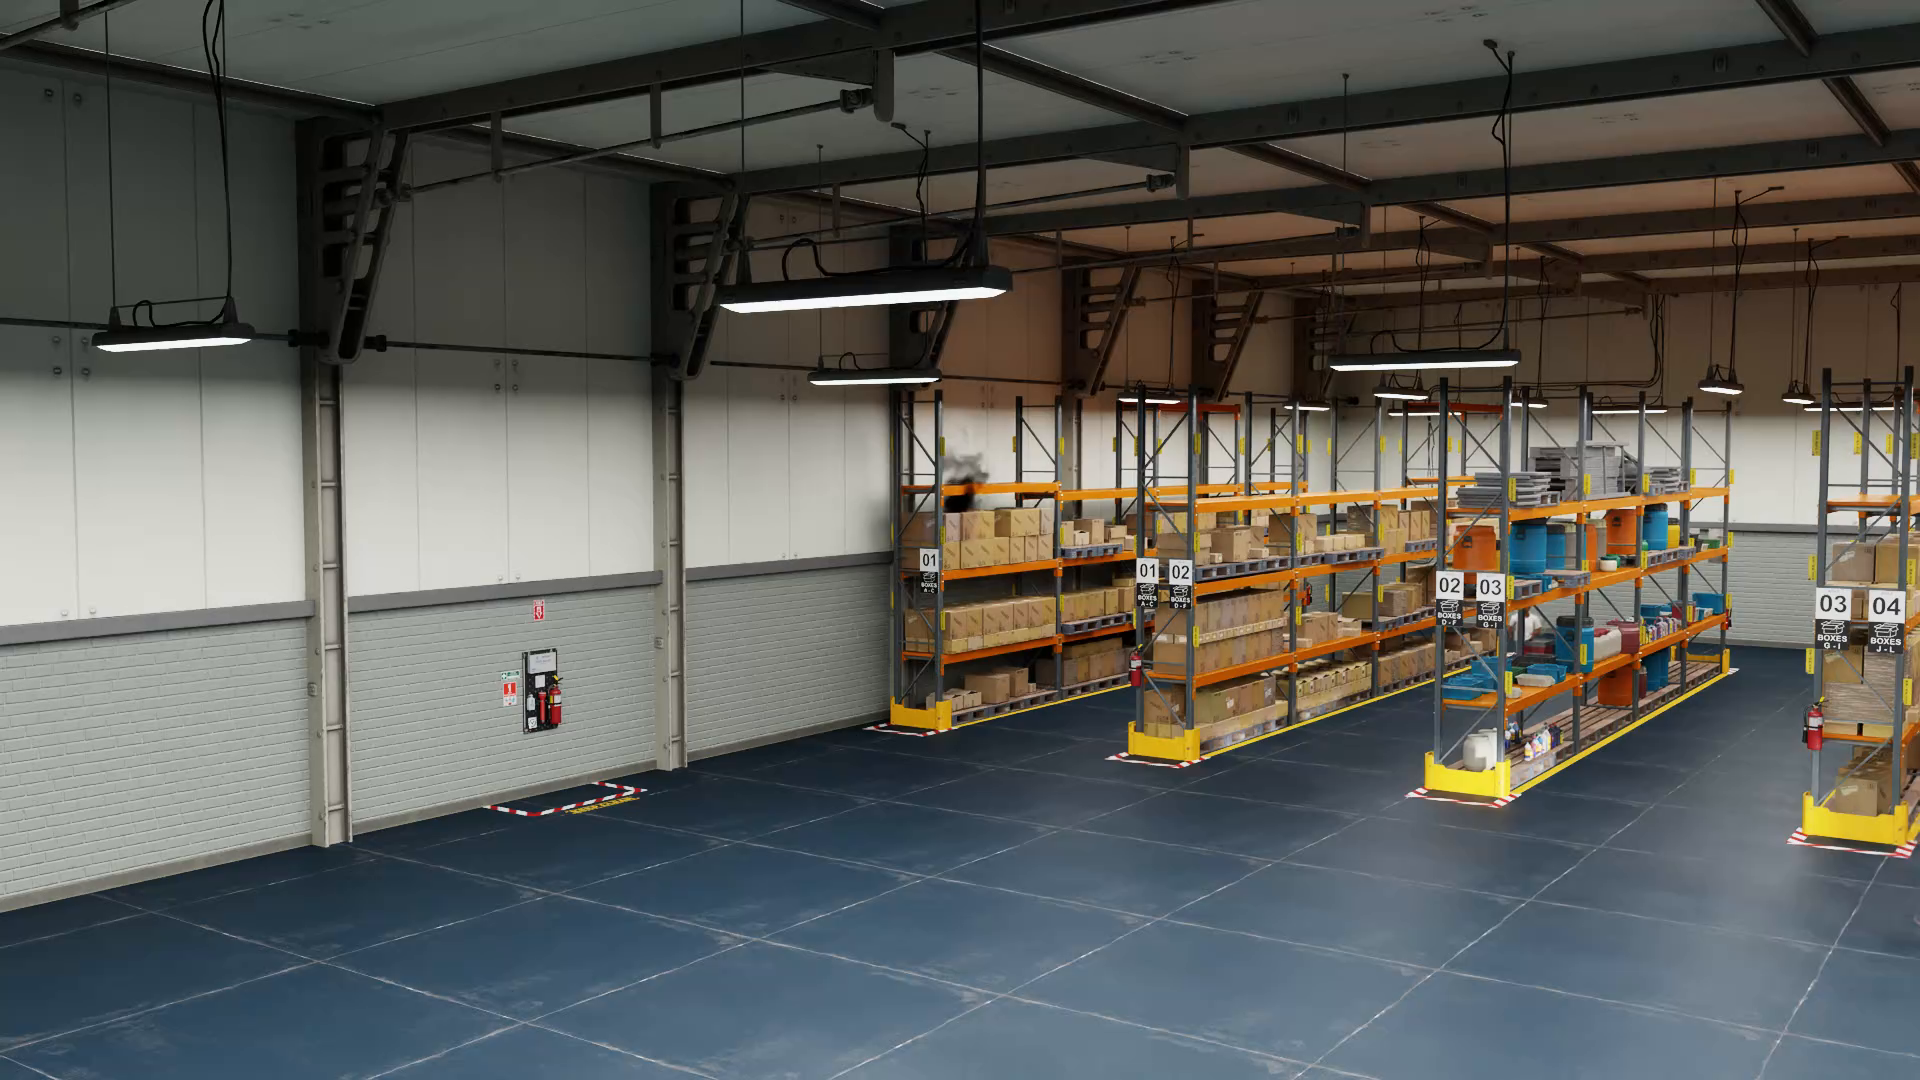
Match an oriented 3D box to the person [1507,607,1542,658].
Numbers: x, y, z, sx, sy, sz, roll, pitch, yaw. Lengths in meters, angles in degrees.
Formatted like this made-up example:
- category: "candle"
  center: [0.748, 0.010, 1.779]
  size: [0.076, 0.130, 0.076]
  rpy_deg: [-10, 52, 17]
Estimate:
- category: "person"
  center: [11.986, 2.152, 35.339]
  size: [0.698, 1.720, 0.576]
  rpy_deg: [1, 3, 21]
